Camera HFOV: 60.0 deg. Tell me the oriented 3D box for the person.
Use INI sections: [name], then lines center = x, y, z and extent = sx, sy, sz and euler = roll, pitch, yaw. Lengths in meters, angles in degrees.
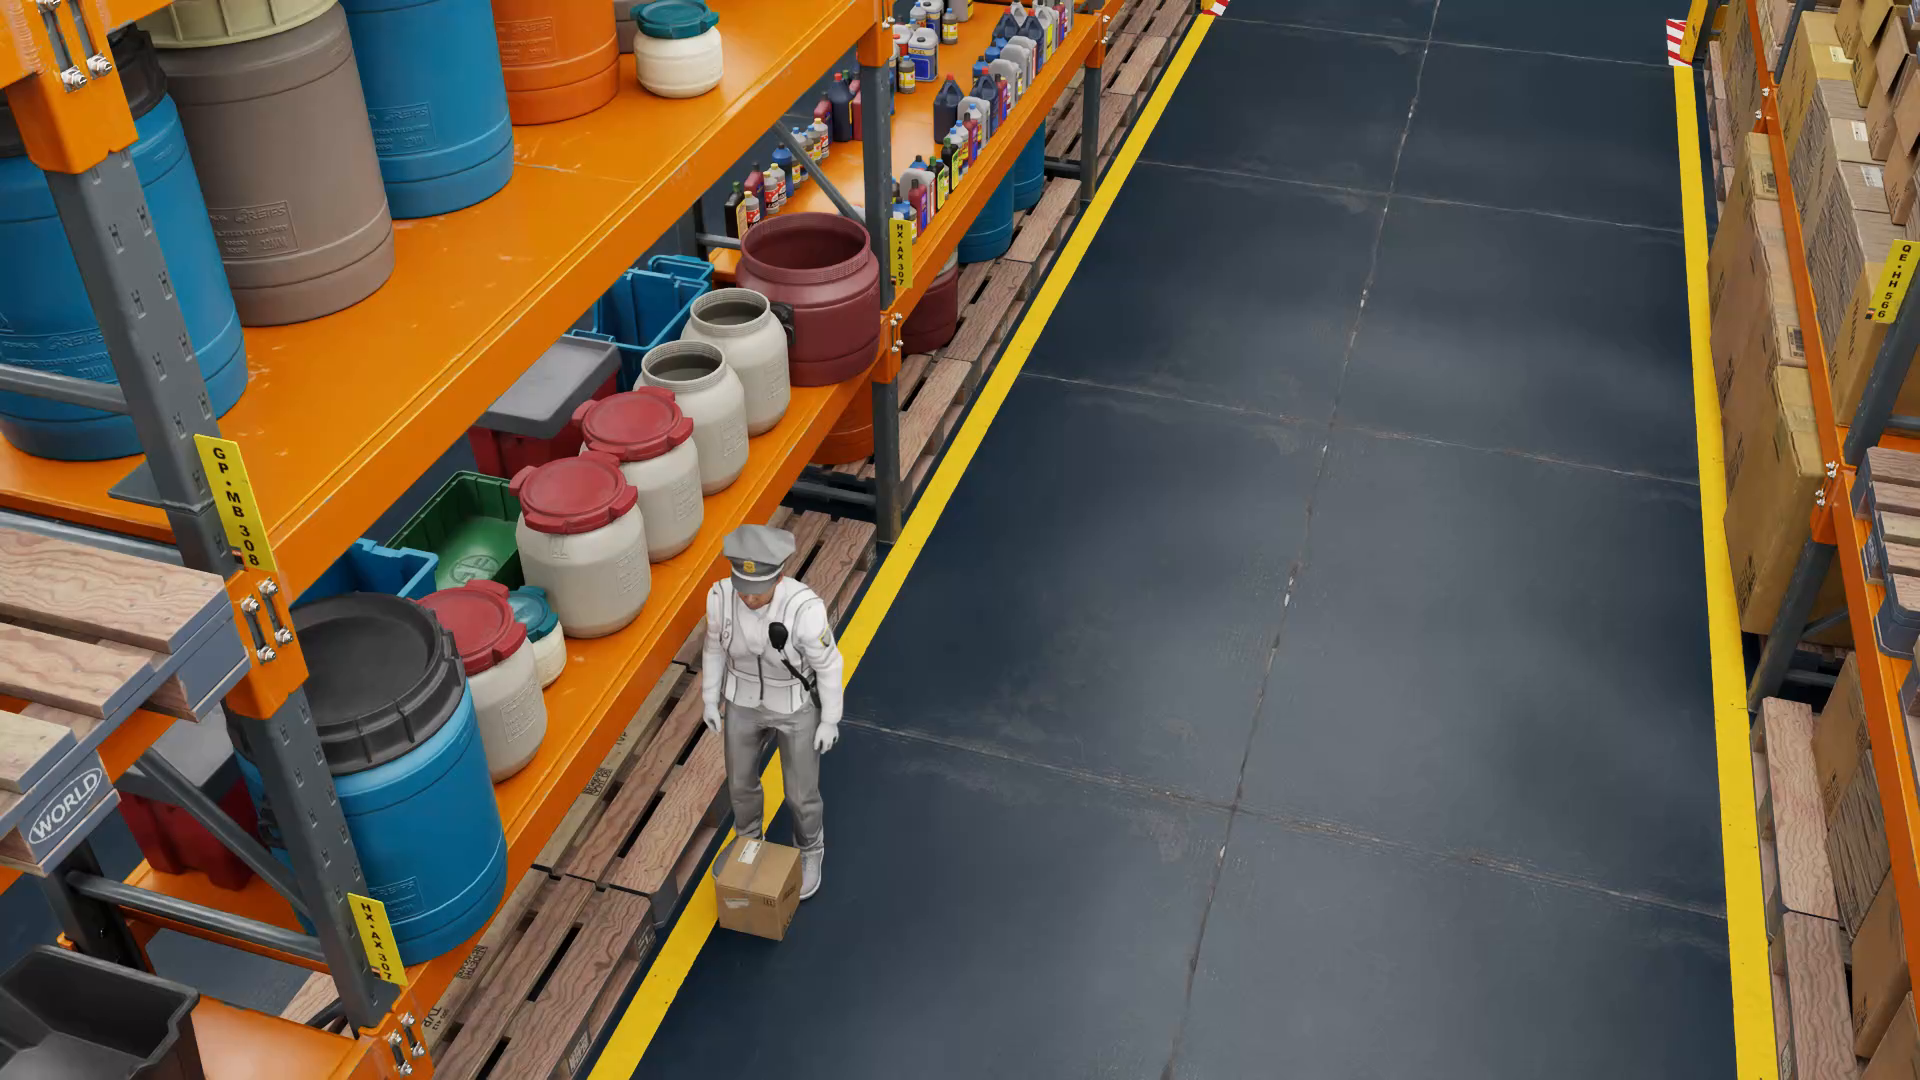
[person]
center = -0.688, 0.620, 6.073
extent = 0.541, 1.661, 0.375
euler = 9, 38, 11
